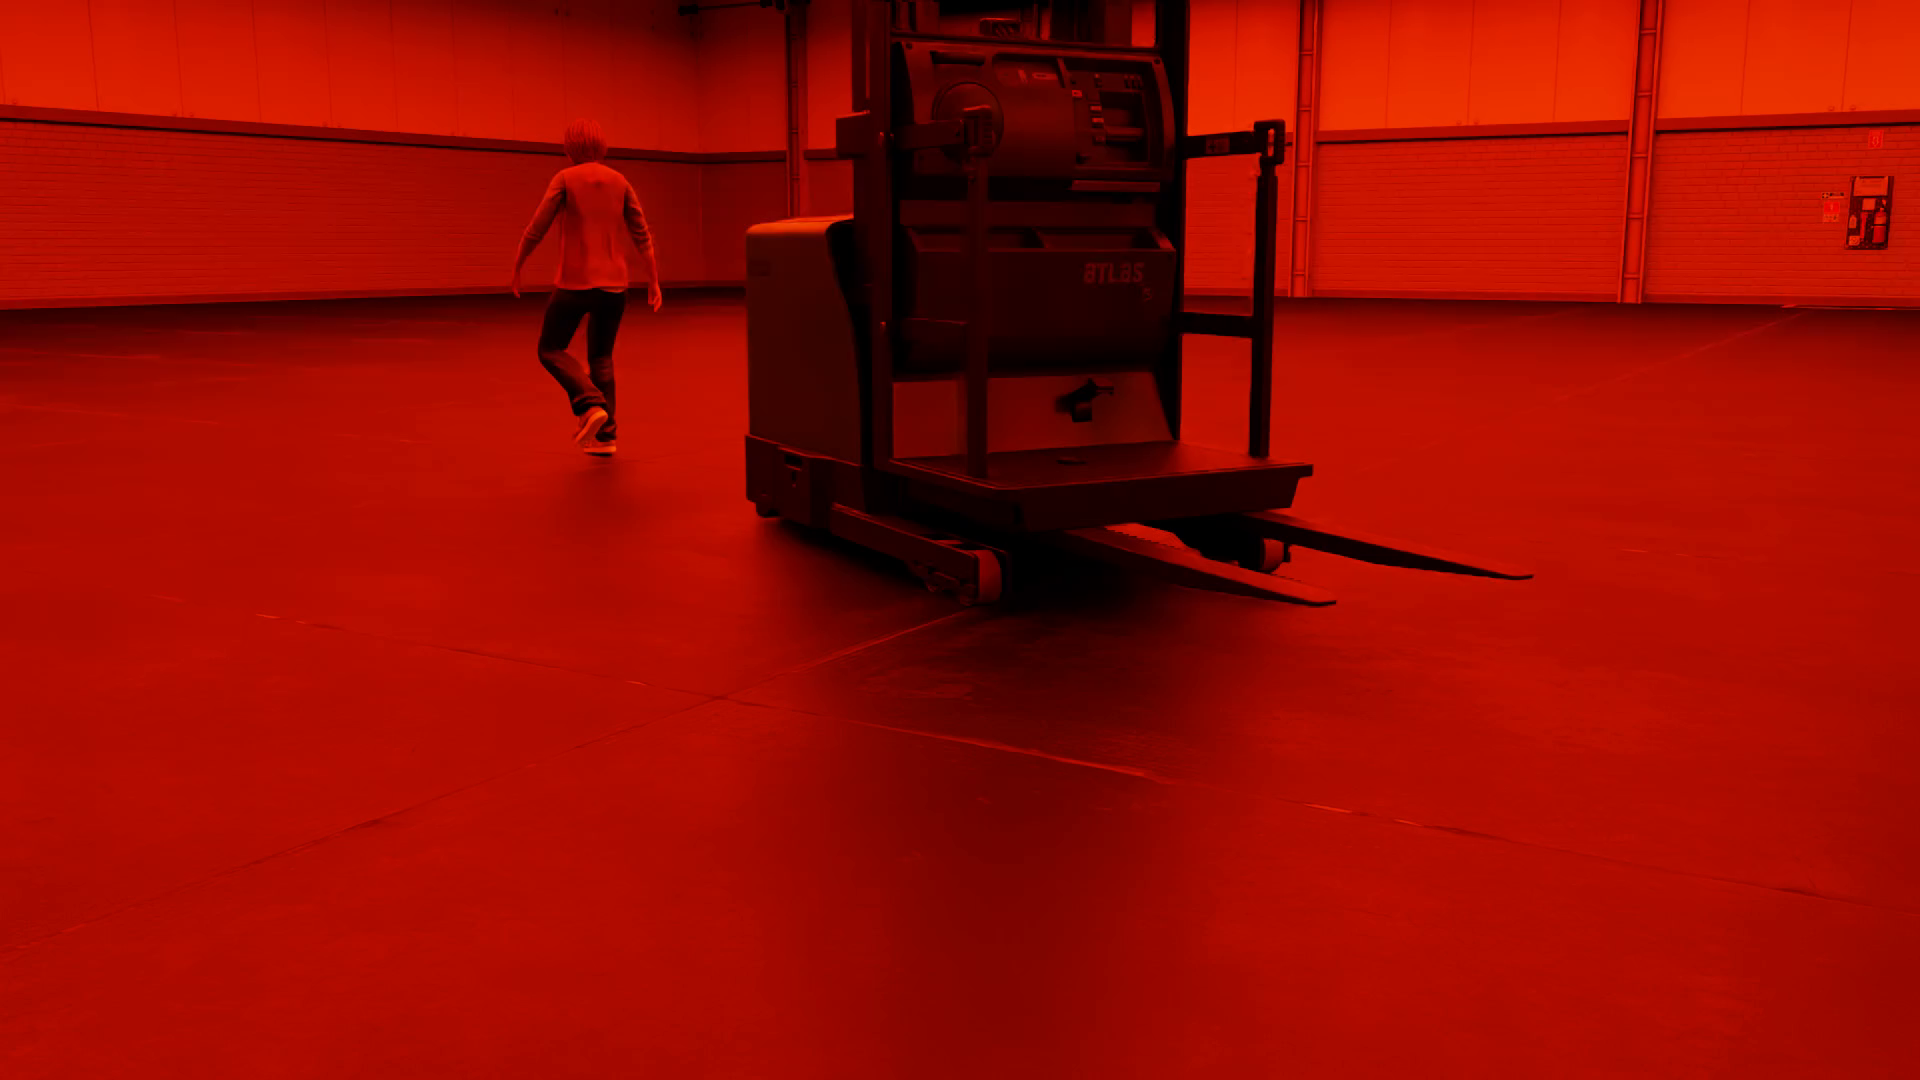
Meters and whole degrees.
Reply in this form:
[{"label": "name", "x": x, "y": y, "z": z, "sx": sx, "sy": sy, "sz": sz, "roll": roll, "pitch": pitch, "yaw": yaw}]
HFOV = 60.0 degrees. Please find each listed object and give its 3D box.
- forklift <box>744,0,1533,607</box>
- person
[{"label": "forklift", "x": 0.353, "y": -1.344, "z": 4.898, "sx": 1.130, "sy": 2.935, "sz": 3.031, "roll": -5, "pitch": 11, "yaw": -28}, {"label": "person", "x": -1.735, "y": -1.176, "z": 7.832, "sx": 0.624, "sy": 1.579, "sz": 0.494, "roll": -8, "pitch": 13, "yaw": -39}]
